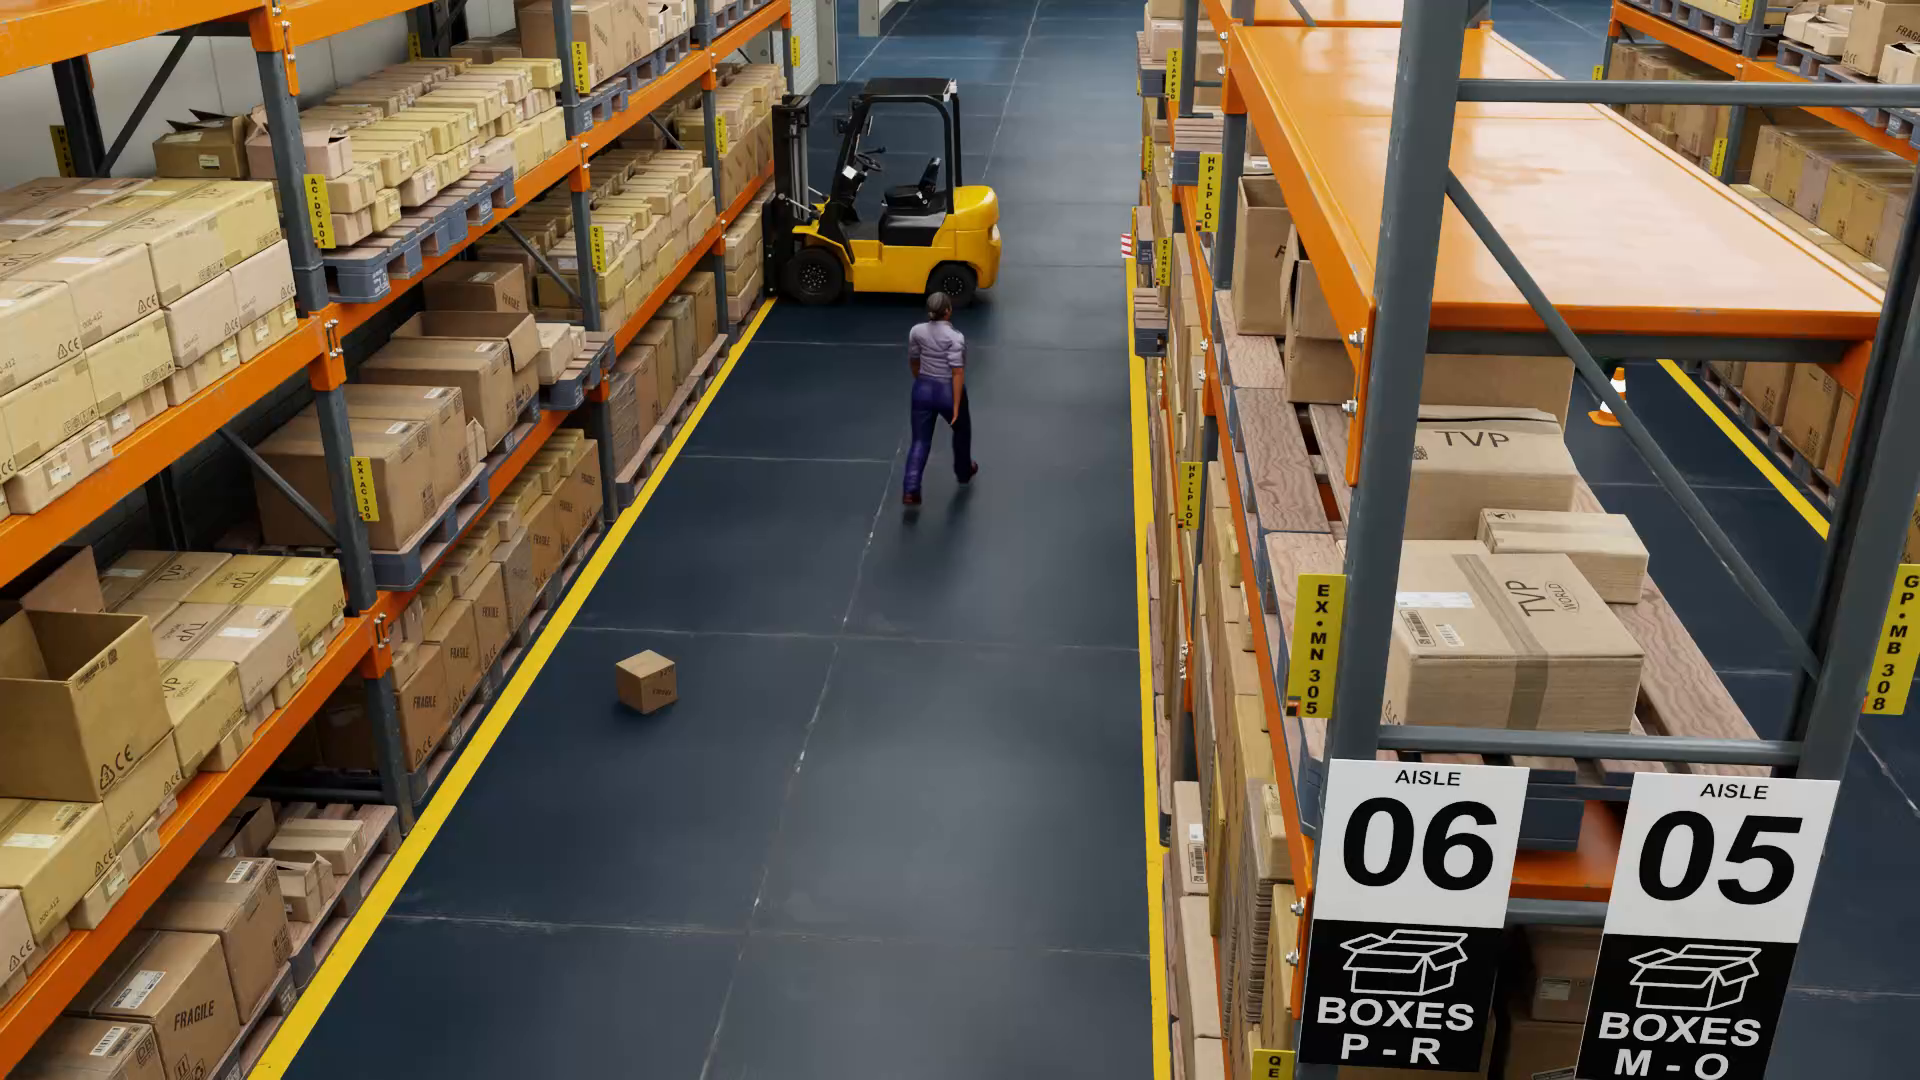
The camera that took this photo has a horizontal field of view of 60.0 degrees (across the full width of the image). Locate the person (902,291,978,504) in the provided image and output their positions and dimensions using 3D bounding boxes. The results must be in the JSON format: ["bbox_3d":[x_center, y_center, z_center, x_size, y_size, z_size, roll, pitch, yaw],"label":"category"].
[{"bbox_3d":[-0.158,-1.088,12.374,0.479,1.593,1.023,8,26,16],"label":"person"}]
